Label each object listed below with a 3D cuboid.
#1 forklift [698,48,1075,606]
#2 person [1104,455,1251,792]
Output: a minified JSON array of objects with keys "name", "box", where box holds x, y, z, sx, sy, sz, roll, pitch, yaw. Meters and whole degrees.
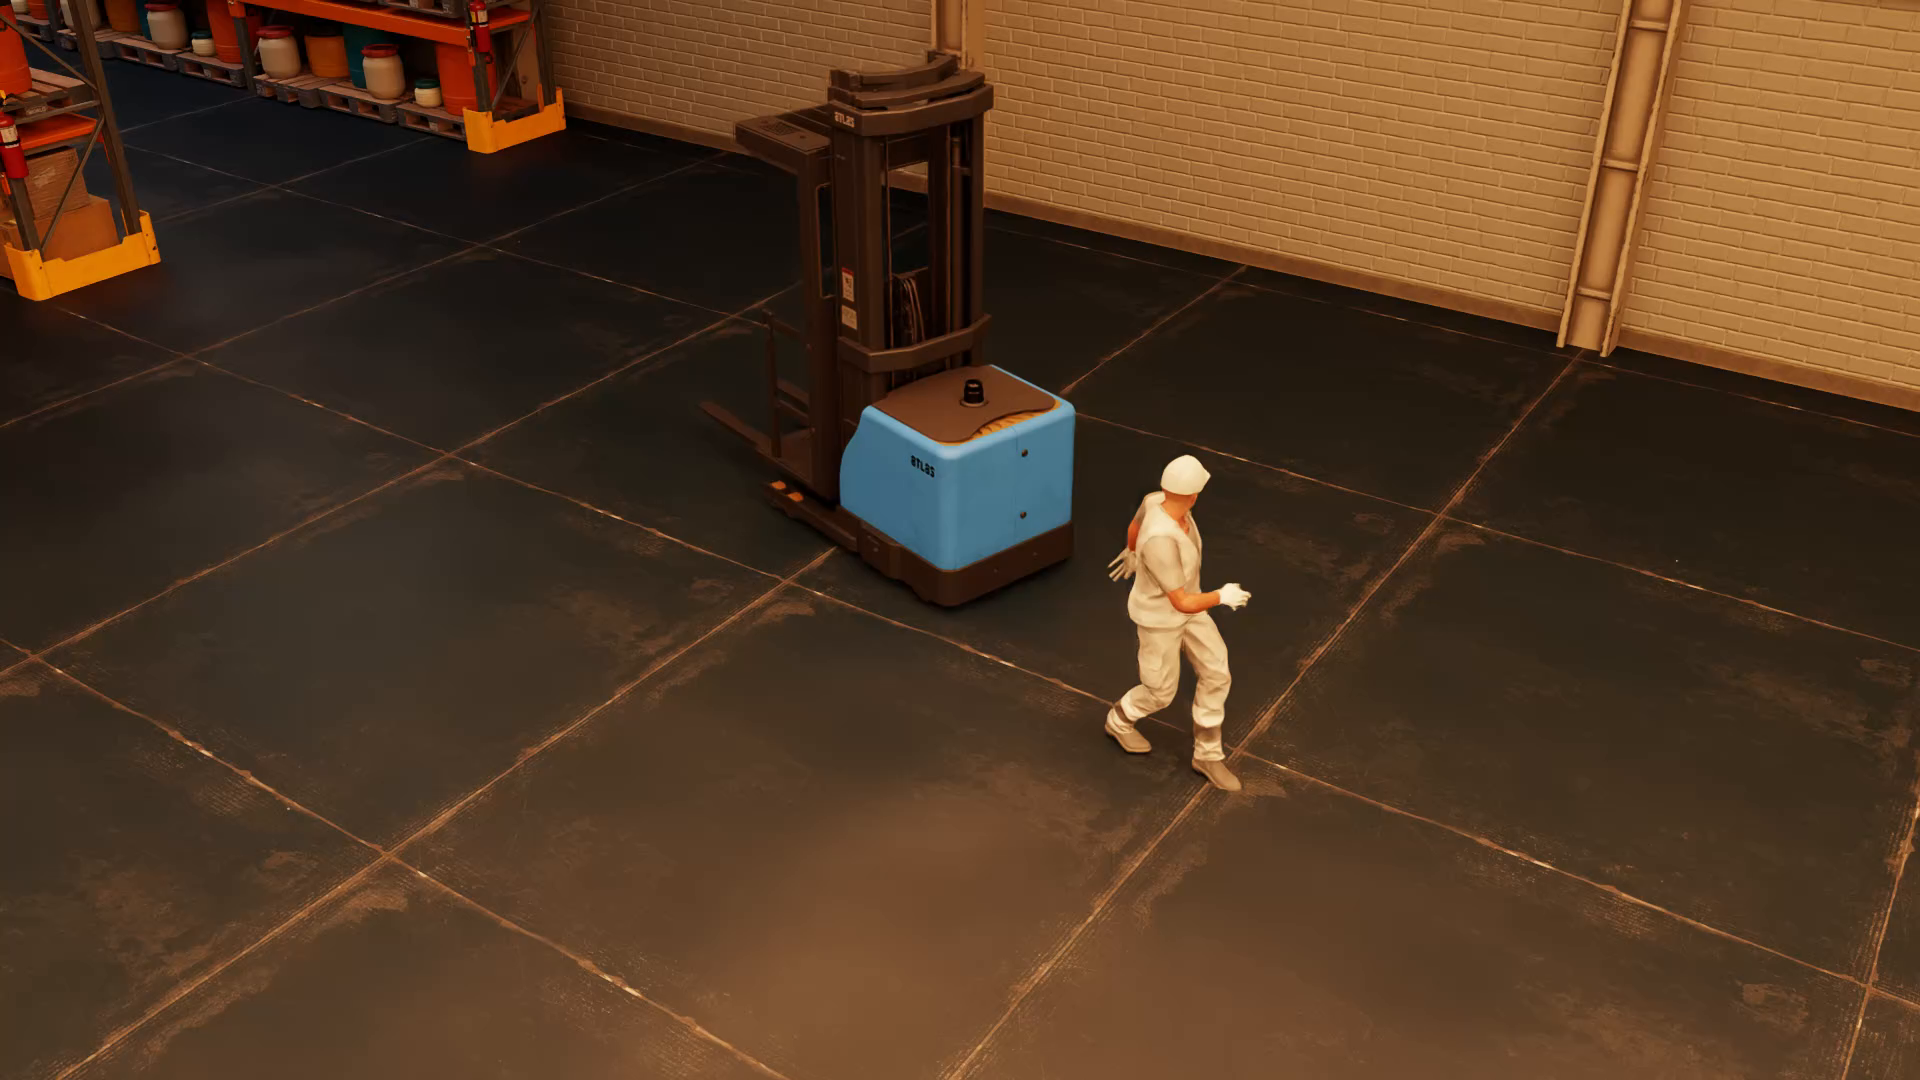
[{"name":"forklift","box":[-0.628,-1.550,10.251,1.130,2.935,3.031,-22,37,-33]},{"name":"person","box":[1.041,0.374,8.177,0.960,1.732,0.570,20,36,30]}]
